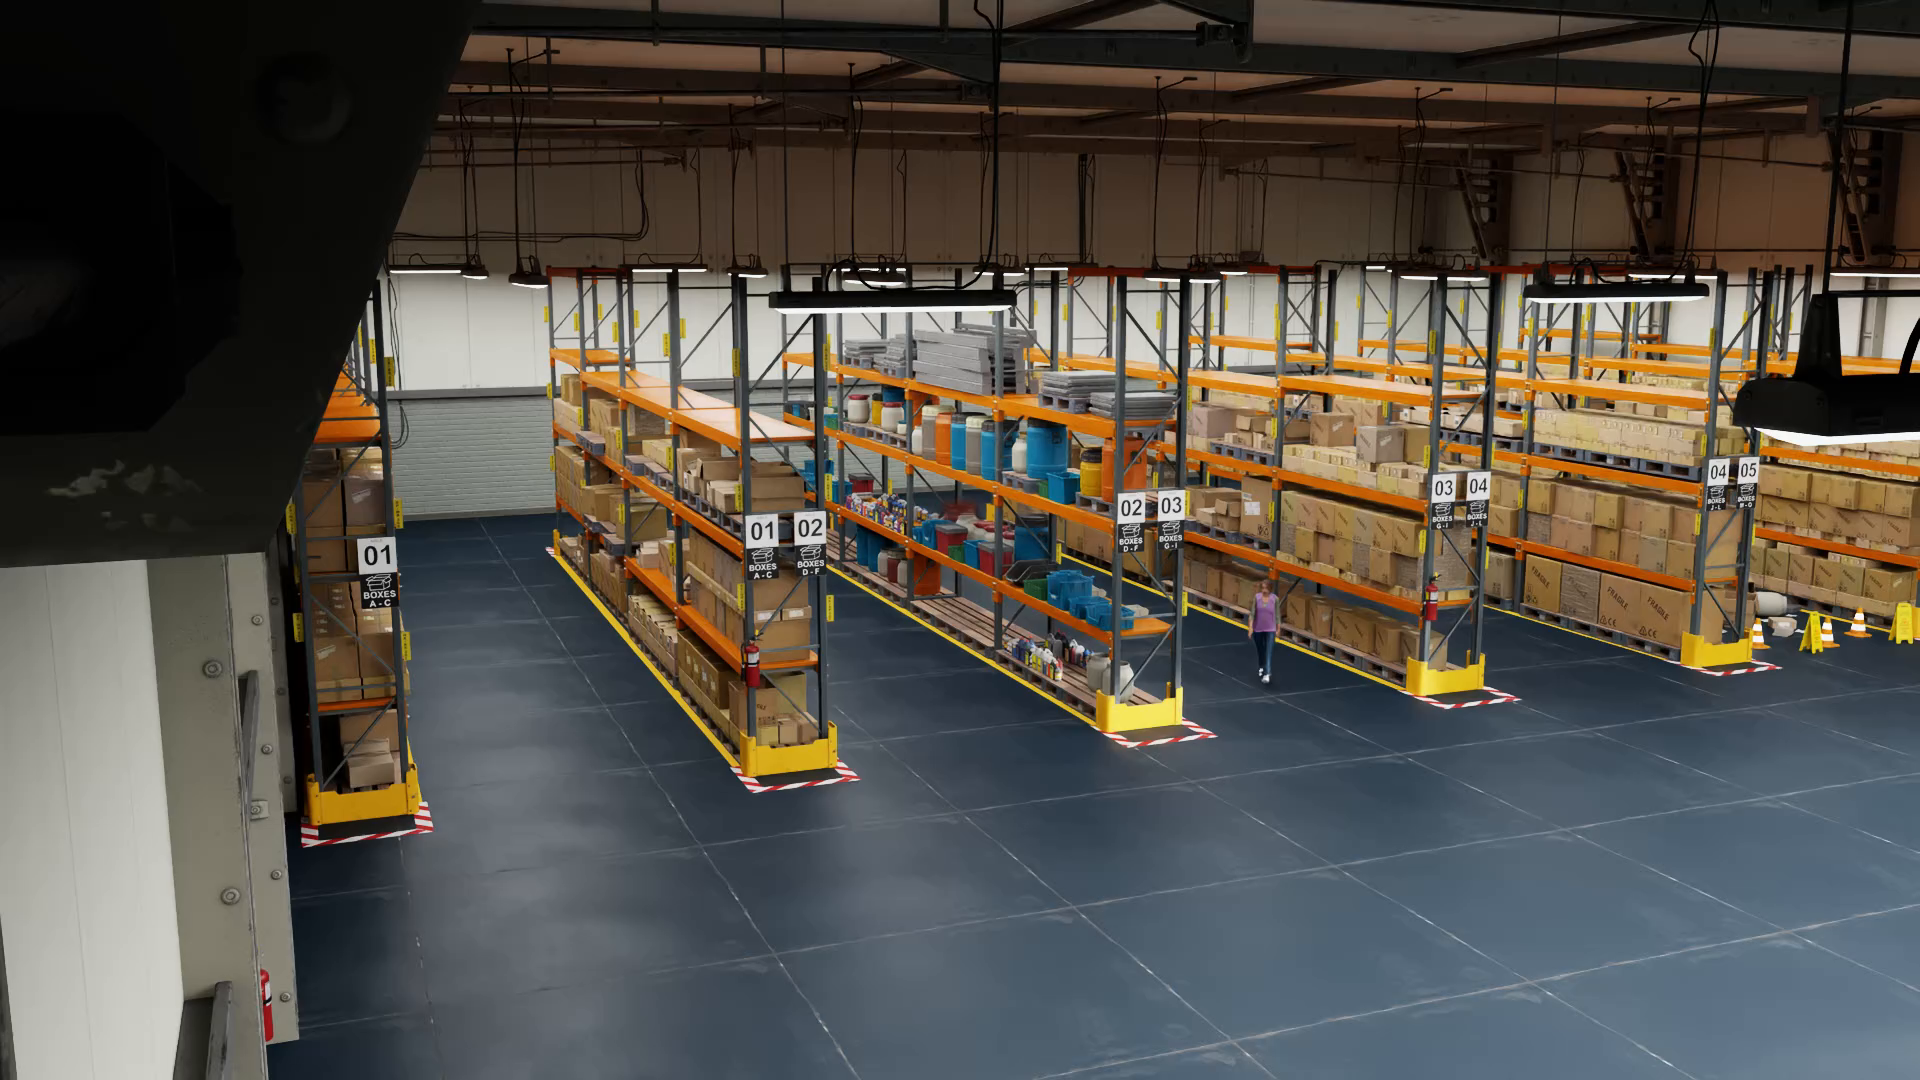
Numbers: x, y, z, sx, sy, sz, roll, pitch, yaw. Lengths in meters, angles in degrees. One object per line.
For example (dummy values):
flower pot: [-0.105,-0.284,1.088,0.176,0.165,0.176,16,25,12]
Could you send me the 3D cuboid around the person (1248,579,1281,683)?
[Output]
person: [4.471,1.332,24.496,0.439,1.533,1.027,4,11,22]
